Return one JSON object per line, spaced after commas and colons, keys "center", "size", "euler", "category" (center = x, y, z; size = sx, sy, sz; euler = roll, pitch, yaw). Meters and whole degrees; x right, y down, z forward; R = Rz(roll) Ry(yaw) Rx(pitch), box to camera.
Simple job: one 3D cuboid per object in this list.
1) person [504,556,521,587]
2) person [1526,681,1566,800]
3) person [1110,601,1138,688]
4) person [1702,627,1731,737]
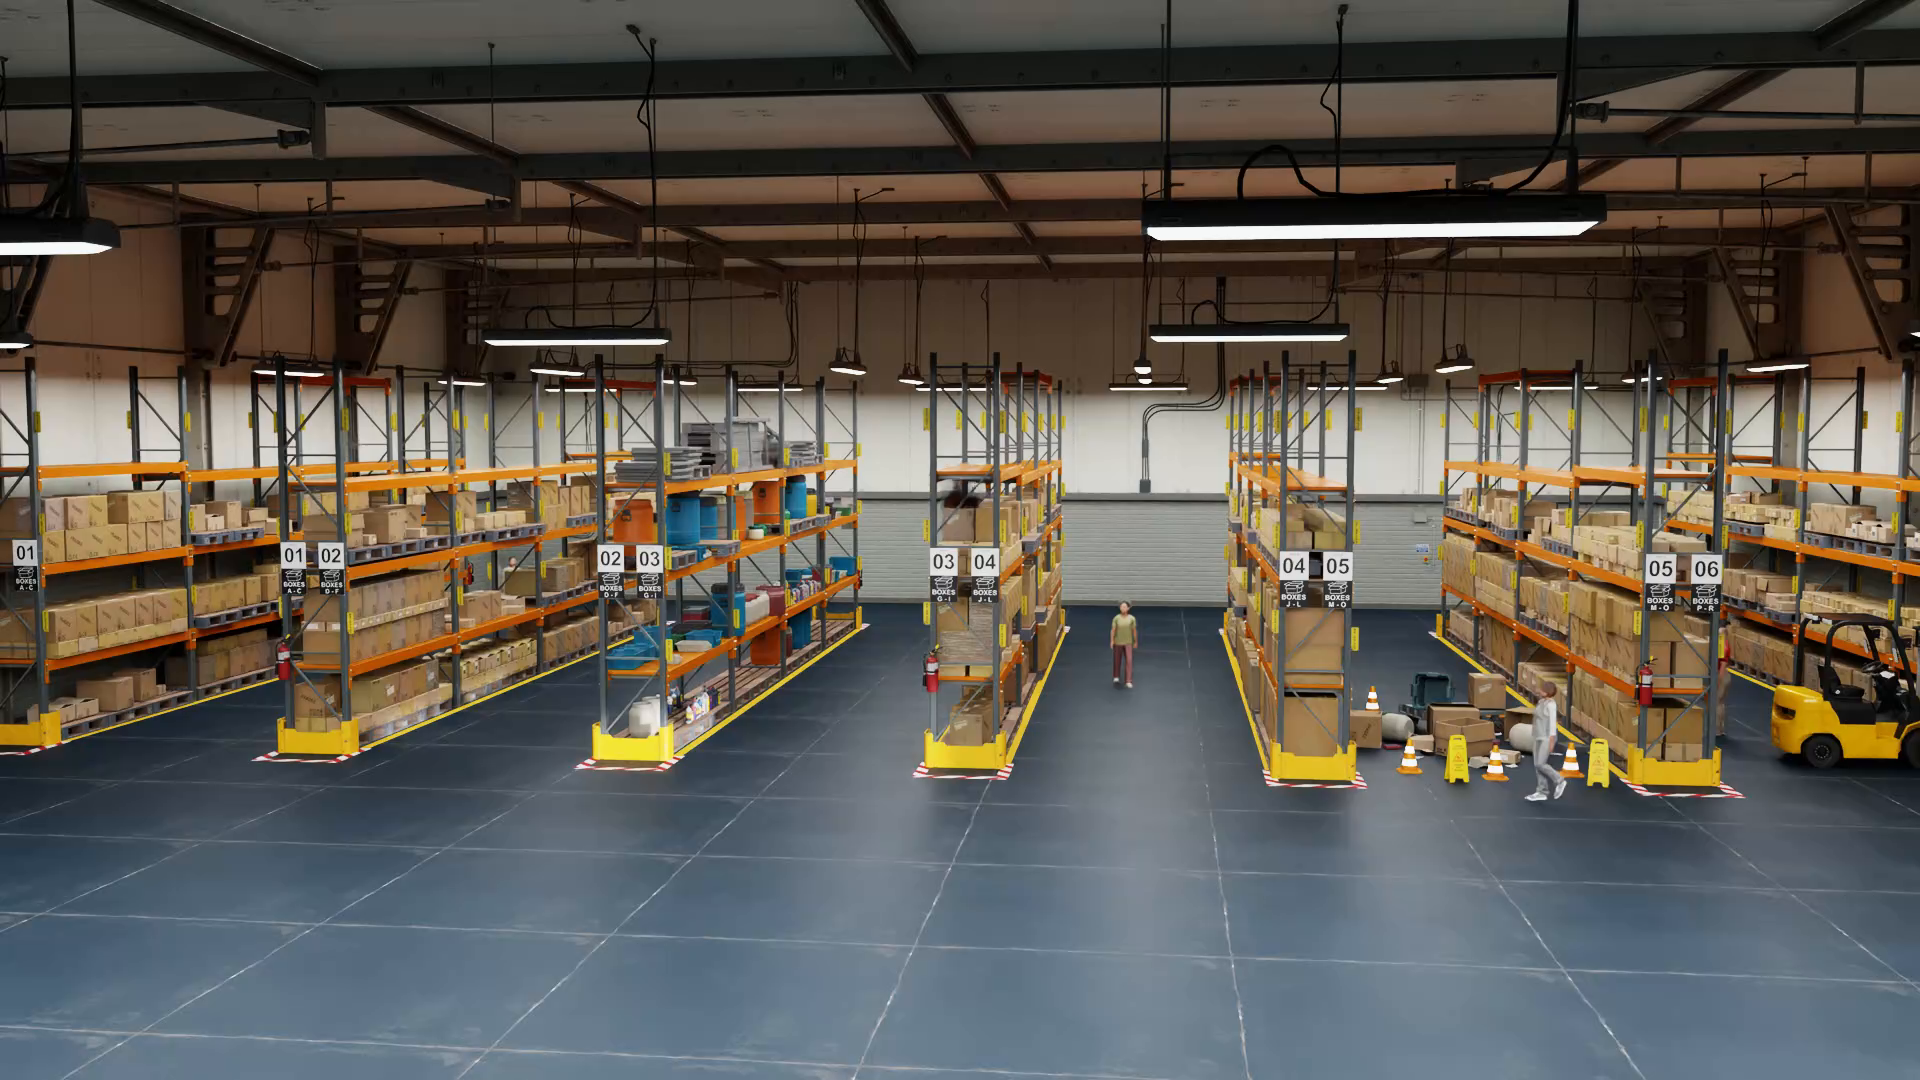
{"center": [-11.169, 1.226, 41.781], "size": [0.550, 1.650, 0.562], "euler": [-1, 4, -13], "category": "person"}
{"center": [7.733, 2.645, 21.880], "size": [0.460, 1.596, 0.432], "euler": [-1, 4, -14], "category": "person"}
{"center": [3.104, 1.961, 31.458], "size": [0.549, 1.620, 1.015], "euler": [0, 4, -1], "category": "person"}
{"center": [12.128, 2.267, 26.654], "size": [0.425, 1.742, 0.624], "euler": [3, 5, 39], "category": "person"}
